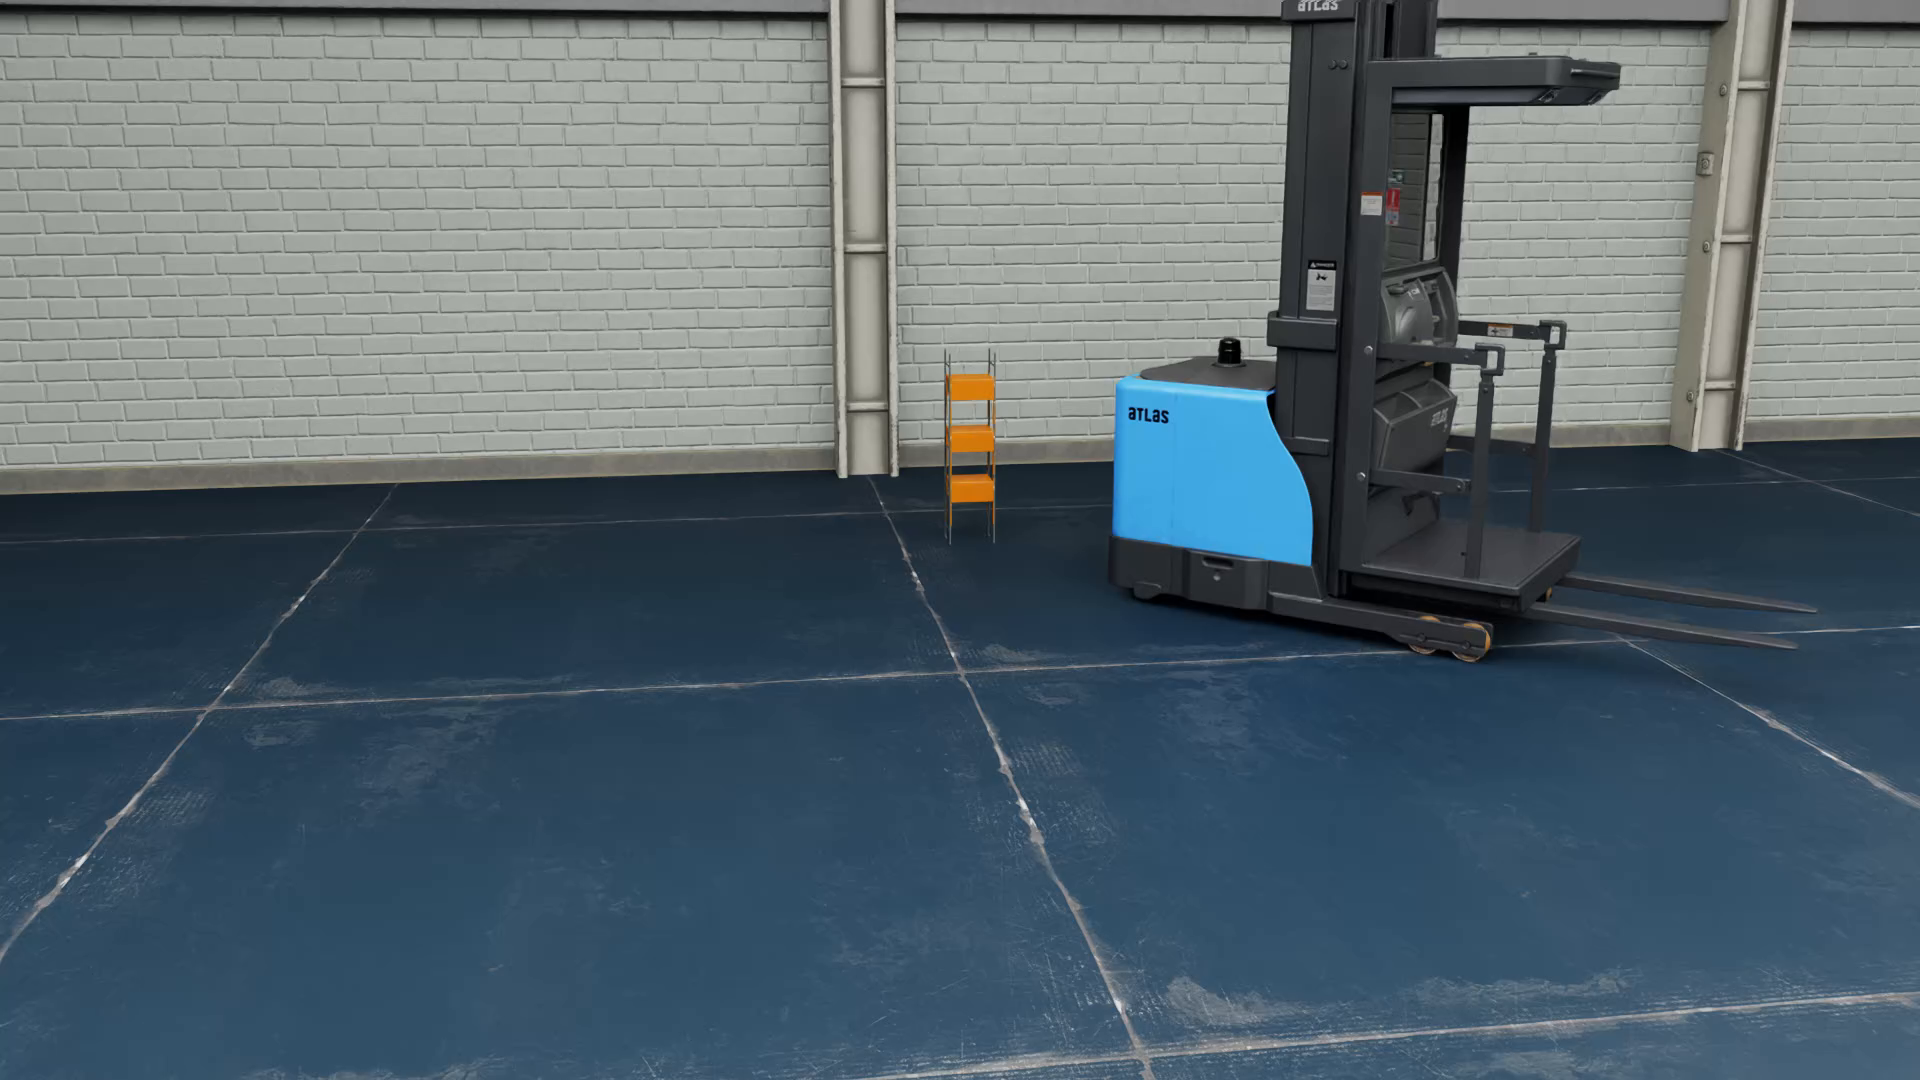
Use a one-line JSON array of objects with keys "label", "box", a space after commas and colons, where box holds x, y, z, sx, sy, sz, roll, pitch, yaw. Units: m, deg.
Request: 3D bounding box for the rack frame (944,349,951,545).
[{"label": "rack frame", "box": [-0.068, -0.507, 9.084, 0.008, 1.050, 0.200, -2, 14, -8]}]

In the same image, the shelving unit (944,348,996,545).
[{"label": "shelving unit", "box": [0.053, -0.511, 9.102, 0.252, 1.050, 0.215, -2, 14, -8]}]

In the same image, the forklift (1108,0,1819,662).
[{"label": "forklift", "box": [2.235, -1.046, 7.367, 3.031, 2.935, 1.130, 9, 17, 32]}]

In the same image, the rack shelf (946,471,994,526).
[{"label": "rack shelf", "box": [0.053, -0.231, 9.172, 0.240, 0.259, 0.215, -2, 14, -8]}]

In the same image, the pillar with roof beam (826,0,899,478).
[{"label": "pillar with roof beam", "box": [0.024, -3.778, 5.786, 0.400, 9.000, 9.100, -2, 14, -8]}]

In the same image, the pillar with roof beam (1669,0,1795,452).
[{"label": "pillar with roof beam", "box": [5.957, -3.995, 6.653, 0.400, 9.000, 9.100, -2, 14, -8]}]

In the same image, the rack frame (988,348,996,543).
[{"label": "rack frame", "box": [0.174, -0.516, 9.119, 0.008, 1.050, 0.200, -2, 14, -8]}]

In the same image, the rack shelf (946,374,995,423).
[{"label": "rack shelf", "box": [0.053, -0.776, 9.035, 0.240, 0.259, 0.215, -2, 14, -8]}]

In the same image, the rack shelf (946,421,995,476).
[{"label": "rack shelf", "box": [0.053, -0.501, 9.104, 0.240, 0.259, 0.215, -2, 14, -8]}]
